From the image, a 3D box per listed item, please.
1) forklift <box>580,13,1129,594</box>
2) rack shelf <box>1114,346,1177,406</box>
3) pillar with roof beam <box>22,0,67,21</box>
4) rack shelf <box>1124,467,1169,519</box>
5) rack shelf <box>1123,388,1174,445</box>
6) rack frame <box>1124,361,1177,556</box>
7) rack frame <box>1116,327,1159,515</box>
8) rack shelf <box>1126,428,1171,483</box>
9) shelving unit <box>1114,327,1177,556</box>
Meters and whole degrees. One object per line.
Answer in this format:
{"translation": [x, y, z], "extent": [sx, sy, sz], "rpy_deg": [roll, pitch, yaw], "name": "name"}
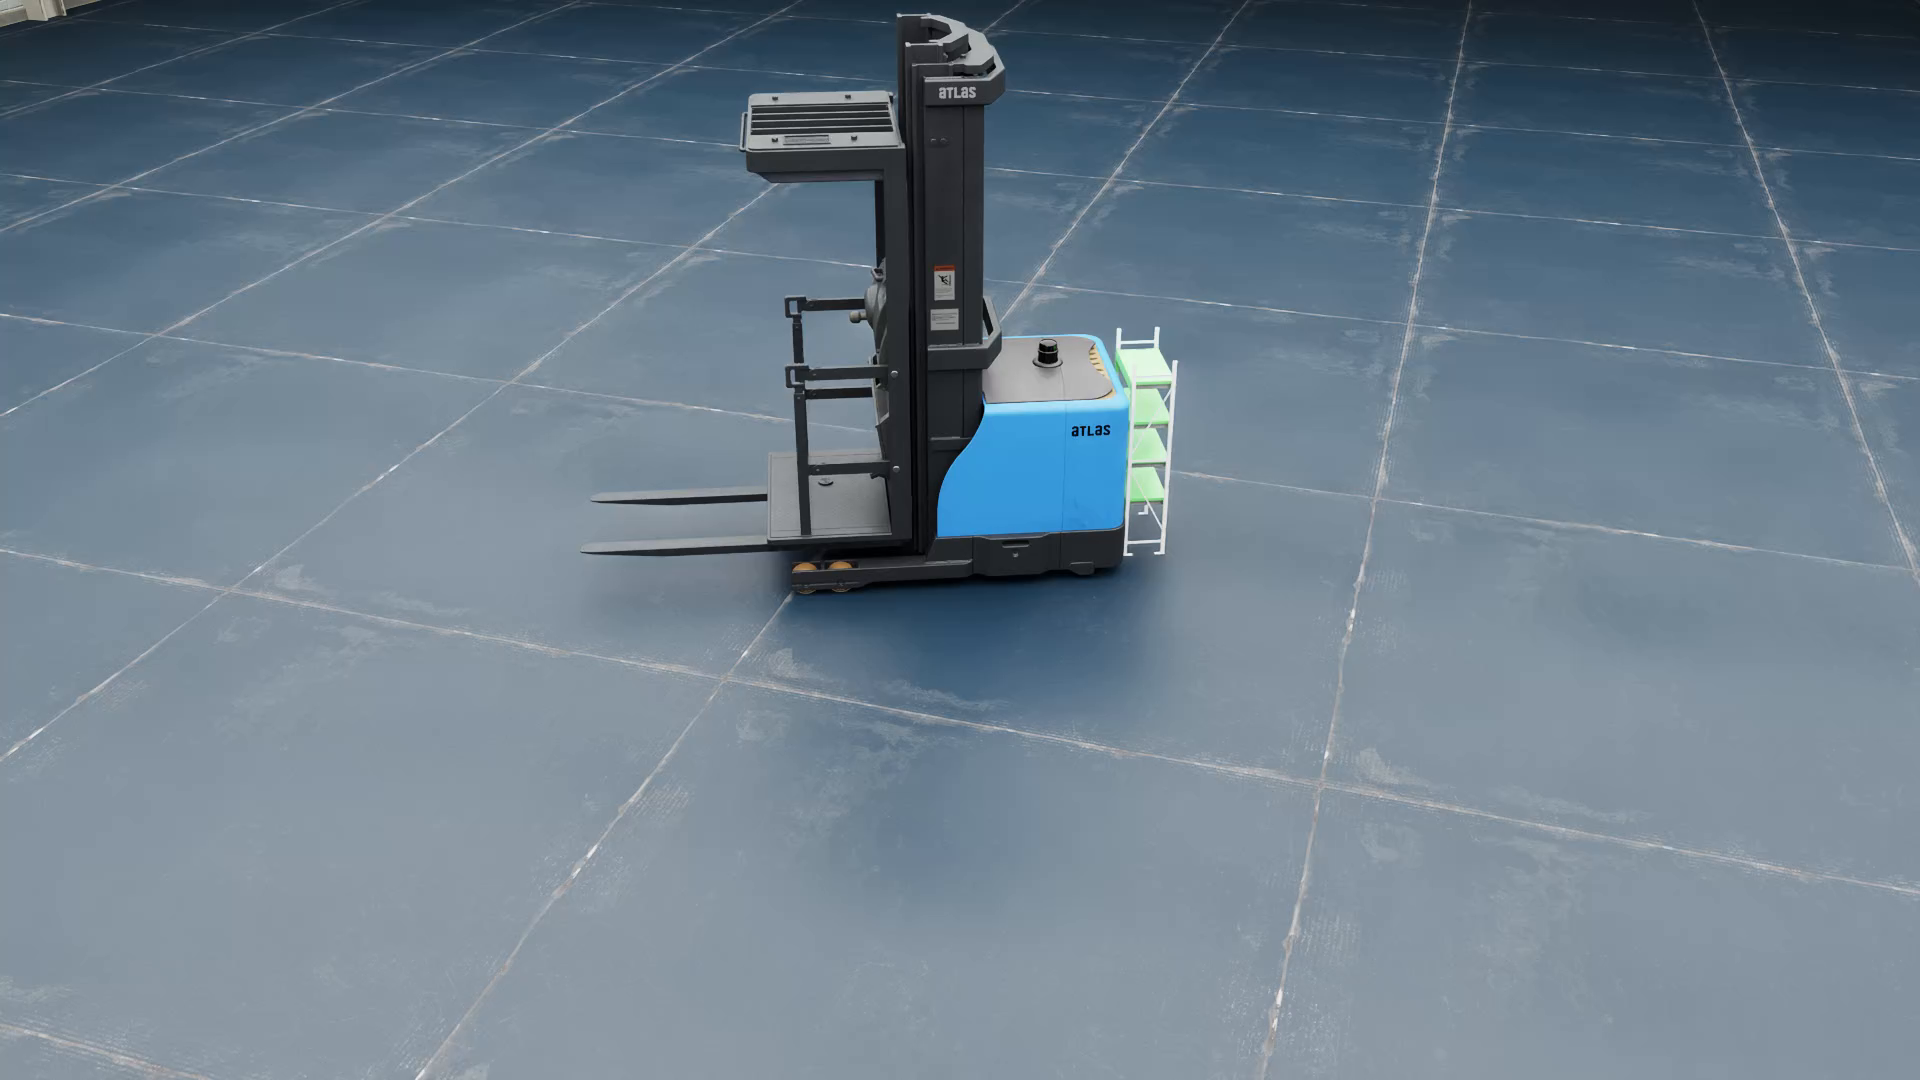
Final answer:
{"translation": [-0.623, -1.252, 8.986], "extent": [3.031, 2.935, 1.130], "rpy_deg": [-3, 29, -5], "name": "forklift"}
{"translation": [1.035, -0.922, 9.318], "extent": [0.258, 0.148, 0.480], "rpy_deg": [-3, 29, -5], "name": "rack shelf"}
{"translation": [-8.200, -10.369, 19.134], "extent": [9.100, 9.000, 0.400], "rpy_deg": [8, 30, 15], "name": "pillar with roof beam"}
{"translation": [1.035, -0.293, 9.668], "extent": [0.258, 0.148, 0.480], "rpy_deg": [-3, 29, -5], "name": "rack shelf"}
{"translation": [1.035, -0.713, 9.434], "extent": [0.258, 0.148, 0.480], "rpy_deg": [-3, 29, -5], "name": "rack shelf"}
{"translation": [1.058, -0.441, 9.308], "extent": [0.240, 1.200, 0.015], "rpy_deg": [-3, 29, -5], "name": "rack frame"}
{"translation": [1.012, -0.677, 9.732], "extent": [0.240, 1.200, 0.015], "rpy_deg": [-3, 29, -5], "name": "rack frame"}
{"translation": [1.035, -0.503, 9.551], "extent": [0.258, 0.148, 0.480], "rpy_deg": [-3, 29, -5], "name": "rack shelf"}
{"translation": [1.035, -0.559, 9.520], "extent": [0.258, 1.200, 0.503], "rpy_deg": [-3, 29, -5], "name": "shelving unit"}
